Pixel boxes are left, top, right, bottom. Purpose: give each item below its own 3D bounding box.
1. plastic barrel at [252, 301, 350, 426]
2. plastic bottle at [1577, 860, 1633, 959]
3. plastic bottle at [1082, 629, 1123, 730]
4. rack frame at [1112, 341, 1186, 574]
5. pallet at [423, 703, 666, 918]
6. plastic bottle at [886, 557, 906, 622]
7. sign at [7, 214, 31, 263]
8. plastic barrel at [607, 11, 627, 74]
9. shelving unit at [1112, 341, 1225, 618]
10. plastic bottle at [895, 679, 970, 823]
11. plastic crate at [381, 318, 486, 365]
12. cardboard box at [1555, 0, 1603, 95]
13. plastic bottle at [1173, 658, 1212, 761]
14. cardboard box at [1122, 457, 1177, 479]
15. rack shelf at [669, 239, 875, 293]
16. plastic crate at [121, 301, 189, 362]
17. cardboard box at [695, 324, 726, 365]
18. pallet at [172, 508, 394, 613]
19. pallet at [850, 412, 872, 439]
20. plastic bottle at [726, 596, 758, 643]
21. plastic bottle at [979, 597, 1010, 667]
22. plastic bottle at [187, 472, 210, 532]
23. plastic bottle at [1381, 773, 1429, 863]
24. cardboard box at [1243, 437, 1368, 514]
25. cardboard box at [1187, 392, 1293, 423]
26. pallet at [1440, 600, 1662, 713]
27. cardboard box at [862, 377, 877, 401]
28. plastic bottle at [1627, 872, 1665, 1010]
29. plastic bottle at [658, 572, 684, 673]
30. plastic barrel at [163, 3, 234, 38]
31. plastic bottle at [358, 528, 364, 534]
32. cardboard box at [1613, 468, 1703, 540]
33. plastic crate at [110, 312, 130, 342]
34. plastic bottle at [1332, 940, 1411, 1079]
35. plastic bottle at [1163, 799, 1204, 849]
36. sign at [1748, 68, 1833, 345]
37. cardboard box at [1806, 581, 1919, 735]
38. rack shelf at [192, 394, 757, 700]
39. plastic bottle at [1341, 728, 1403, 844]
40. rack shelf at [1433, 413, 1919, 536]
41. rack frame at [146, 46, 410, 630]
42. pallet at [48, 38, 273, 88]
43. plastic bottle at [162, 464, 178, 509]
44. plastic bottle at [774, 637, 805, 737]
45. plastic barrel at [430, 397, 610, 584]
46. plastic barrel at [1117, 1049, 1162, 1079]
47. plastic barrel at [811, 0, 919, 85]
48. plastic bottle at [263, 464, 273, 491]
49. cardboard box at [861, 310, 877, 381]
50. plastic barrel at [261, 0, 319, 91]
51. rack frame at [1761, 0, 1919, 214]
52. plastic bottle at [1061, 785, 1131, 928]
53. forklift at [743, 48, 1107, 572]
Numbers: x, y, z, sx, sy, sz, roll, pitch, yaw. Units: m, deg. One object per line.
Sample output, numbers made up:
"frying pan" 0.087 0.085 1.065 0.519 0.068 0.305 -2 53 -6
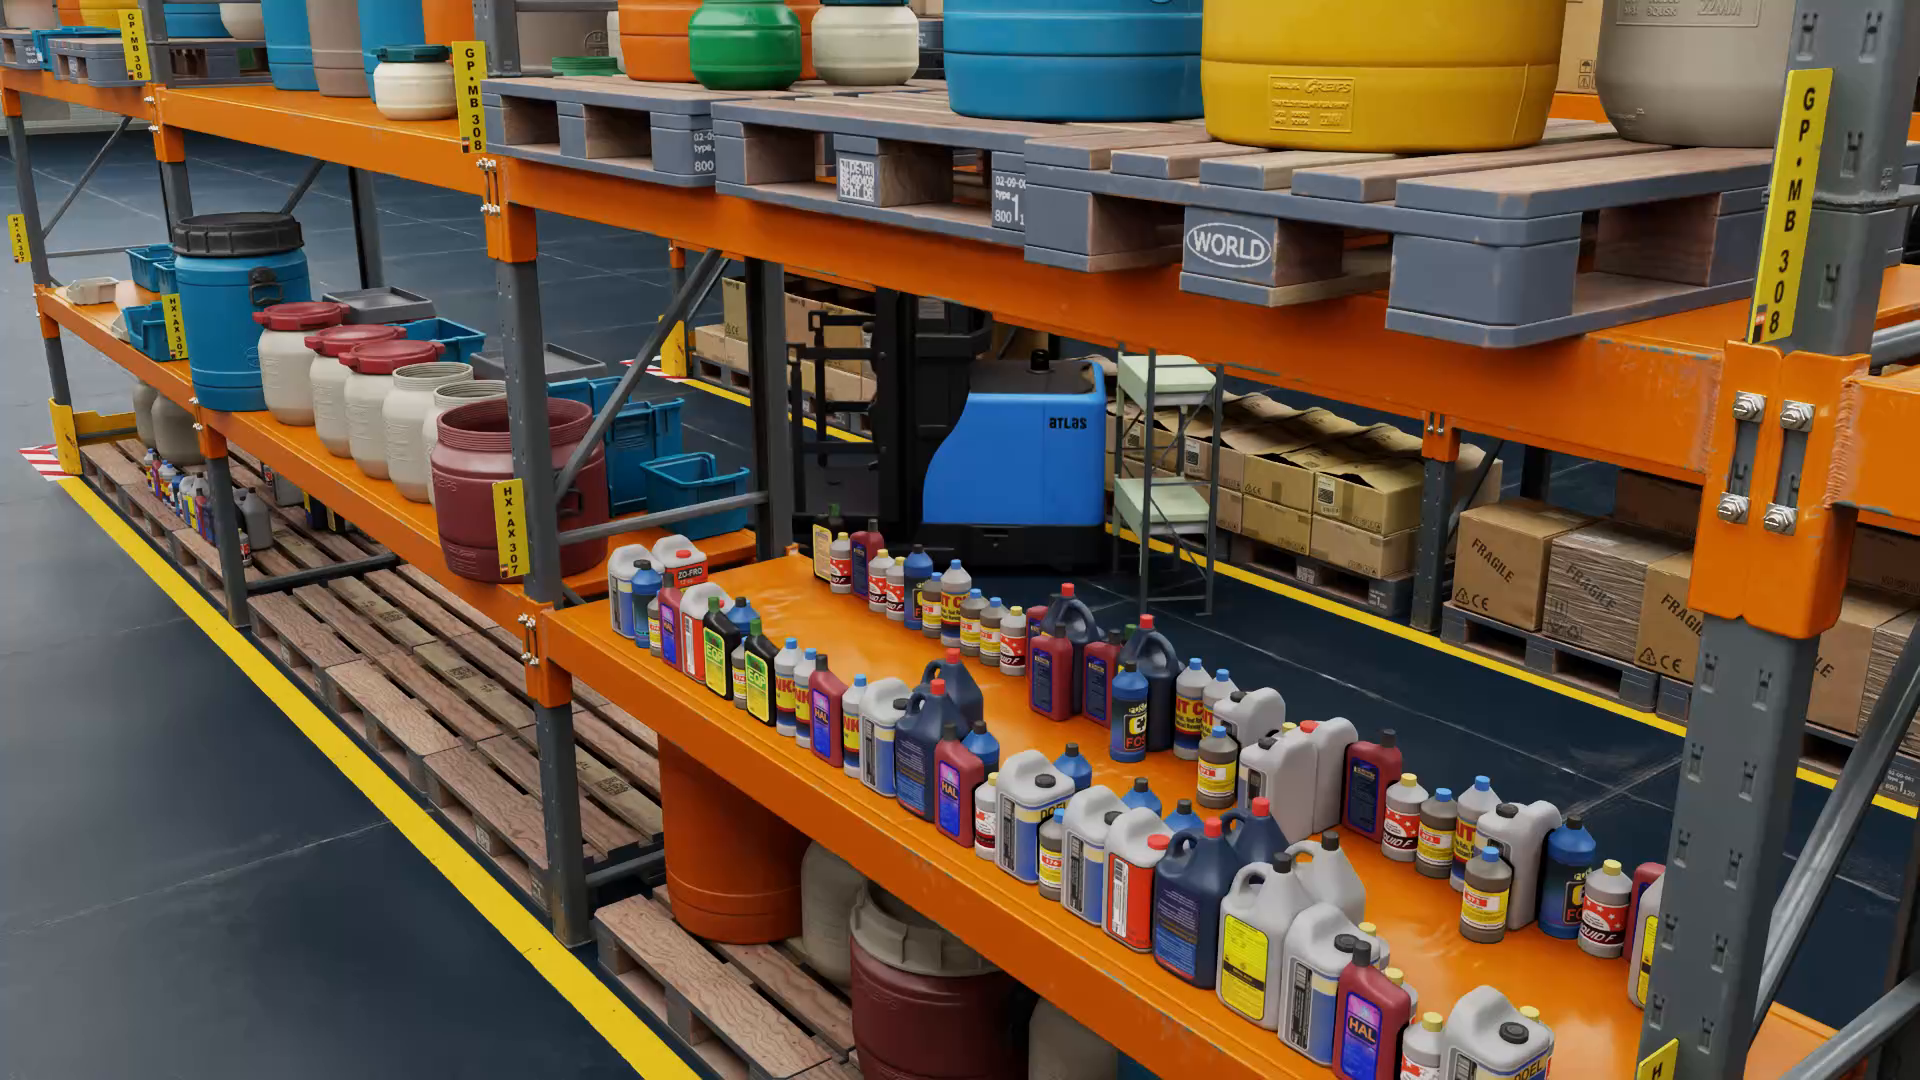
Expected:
"plastic barrel" -3.102 -0.840 7.911 0.433 0.535 0.433 0 18 0
"plastic bottle" 1.381 0.780 3.550 0.097 0.201 0.097 0 18 0
"plastic bottle" 0.404 0.376 4.642 0.061 0.283 0.133 -14 23 -36
"rack frame" 1.092 -0.524 9.558 0.400 1.500 0.023 -2 18 -6
"pallet" -1.491 1.057 6.834 1.003 0.211 1.213 -14 23 -36
"plastic bottle" -0.194 0.155 5.437 0.097 0.201 0.097 0 18 0
"sign" -6.442 -2.065 11.385 0.100 0.325 0.005 -14 23 -36
"plastic barrel" -0.993 -1.682 5.719 0.421 0.512 0.421 0 18 0
"shelving unit" 1.135 -0.410 9.213 0.431 1.500 0.755 -2 18 -6
"plastic bottle" -0.068 0.507 4.139 0.144 0.351 0.185 -14 23 -36
"plastic crate" -2.596 -0.835 8.138 0.392 0.384 0.575 -14 23 -36
"cardboard box" 3.142 -2.405 7.921 0.910 0.500 0.500 -14 23 -36
"plastic bottle" 0.624 0.447 4.446 0.097 0.271 0.097 0 18 0
"cardboard box" 1.372 -0.387 10.466 0.500 0.250 0.500 -13 23 -35
"rack shelf" -0.881 -2.171 13.291 1.077 0.370 4.000 -14 23 -36
"plastic crate" -4.424 -1.203 9.460 0.499 0.251 0.616 -14 23 -36
"cardboard box" -1.964 -1.724 14.503 0.500 0.250 0.500 -14 23 -36
"pallet" -3.909 0.096 9.736 1.003 0.211 1.213 -14 23 -36
"pallet" -0.100 -0.900 12.745 1.003 0.211 1.213 -14 23 -36
"plastic bottle" -0.640 0.299 4.893 0.097 0.271 0.097 0 18 0
"plastic bottle" 0.108 0.275 5.075 0.097 0.201 0.097 0 18 0
"plastic bottle" -4.470 -0.234 9.813 0.144 0.351 0.185 -14 23 -36
"plastic bottle" 1.055 0.651 3.940 0.097 0.201 0.097 0 18 0
"cardboard box" 1.998 -0.402 9.619 0.500 0.311 0.500 -14 23 -37
"cardboard box" 1.782 -0.761 10.703 0.500 0.311 0.500 -14 23 -37
"pallet" 3.278 0.481 8.574 1.003 0.211 1.213 -14 23 -36
"cardboard box" -0.401 -1.110 12.650 0.500 0.250 0.500 -14 23 -36
"plastic bottle" 1.453 0.781 3.311 0.144 0.351 0.185 -14 23 -36
"plastic bottle" -0.857 0.247 5.031 0.061 0.283 0.133 -14 23 -36
"plastic barrel" -4.058 -3.181 8.961 0.600 0.901 0.708 -14 23 -36
"plastic bottle" -3.505 -0.148 9.791 0.097 0.201 0.097 0 18 0
"cardboard box" 3.647 -0.215 8.322 0.500 0.250 0.500 -13 22 -34
"plastic crate" -4.731 -1.279 9.874 0.530 0.136 0.437 -14 23 -36
"plastic bottle" 0.765 0.891 3.086 0.061 0.283 0.133 -14 23 -36
"plastic bottle" 0.491 0.701 3.677 0.097 0.271 0.097 0 18 0
"sign" 1.010 -0.404 2.024 0.100 0.325 0.005 -14 23 -36
"cardboard box" 3.868 0.492 7.382 0.500 0.500 0.500 -15 23 -38
"rack shelf" -2.283 -0.220 7.398 1.077 0.370 4.000 -14 23 -36
"plastic bottle" 0.998 0.580 4.023 0.061 0.283 0.133 -14 23 -36
"rack shelf" 4.086 -0.200 7.338 1.077 0.370 4.000 -14 23 -36
"rack frame" -3.524 -1.054 8.773 1.000 3.000 0.127 -14 23 -36
"pallet" -4.049 -2.547 8.811 1.213 0.211 1.003 -14 23 -36
"plastic bottle" -4.852 -0.336 10.247 0.097 0.271 0.097 0 18 0
"plastic bottle" -0.462 0.400 4.587 0.097 0.271 0.097 0 18 0
"plastic barrel" -1.566 -0.188 5.942 0.600 0.536 0.708 -14 23 -36
"plastic barrel" 0.679 1.402 4.026 0.600 0.901 0.708 -14 23 -36
"plastic barrel" -0.260 -1.390 4.569 0.301 0.262 0.301 0 18 0
"plastic bottle" -4.389 -0.422 10.618 0.097 0.201 0.097 0 18 0
"cardboard box" -0.400 -1.467 12.534 0.500 0.500 0.500 -14 23 -36
"plastic barrel" -3.038 -2.633 7.972 0.600 0.901 0.708 -14 23 -36
"rack frame" 1.443 -1.930 1.877 1.000 3.000 0.127 -14 23 -36
"plastic bottle" 0.321 0.695 3.689 0.152 0.276 0.135 -14 23 -36
"forklift" -0.642 -1.365 9.821 3.031 2.935 1.130 1 18 3
